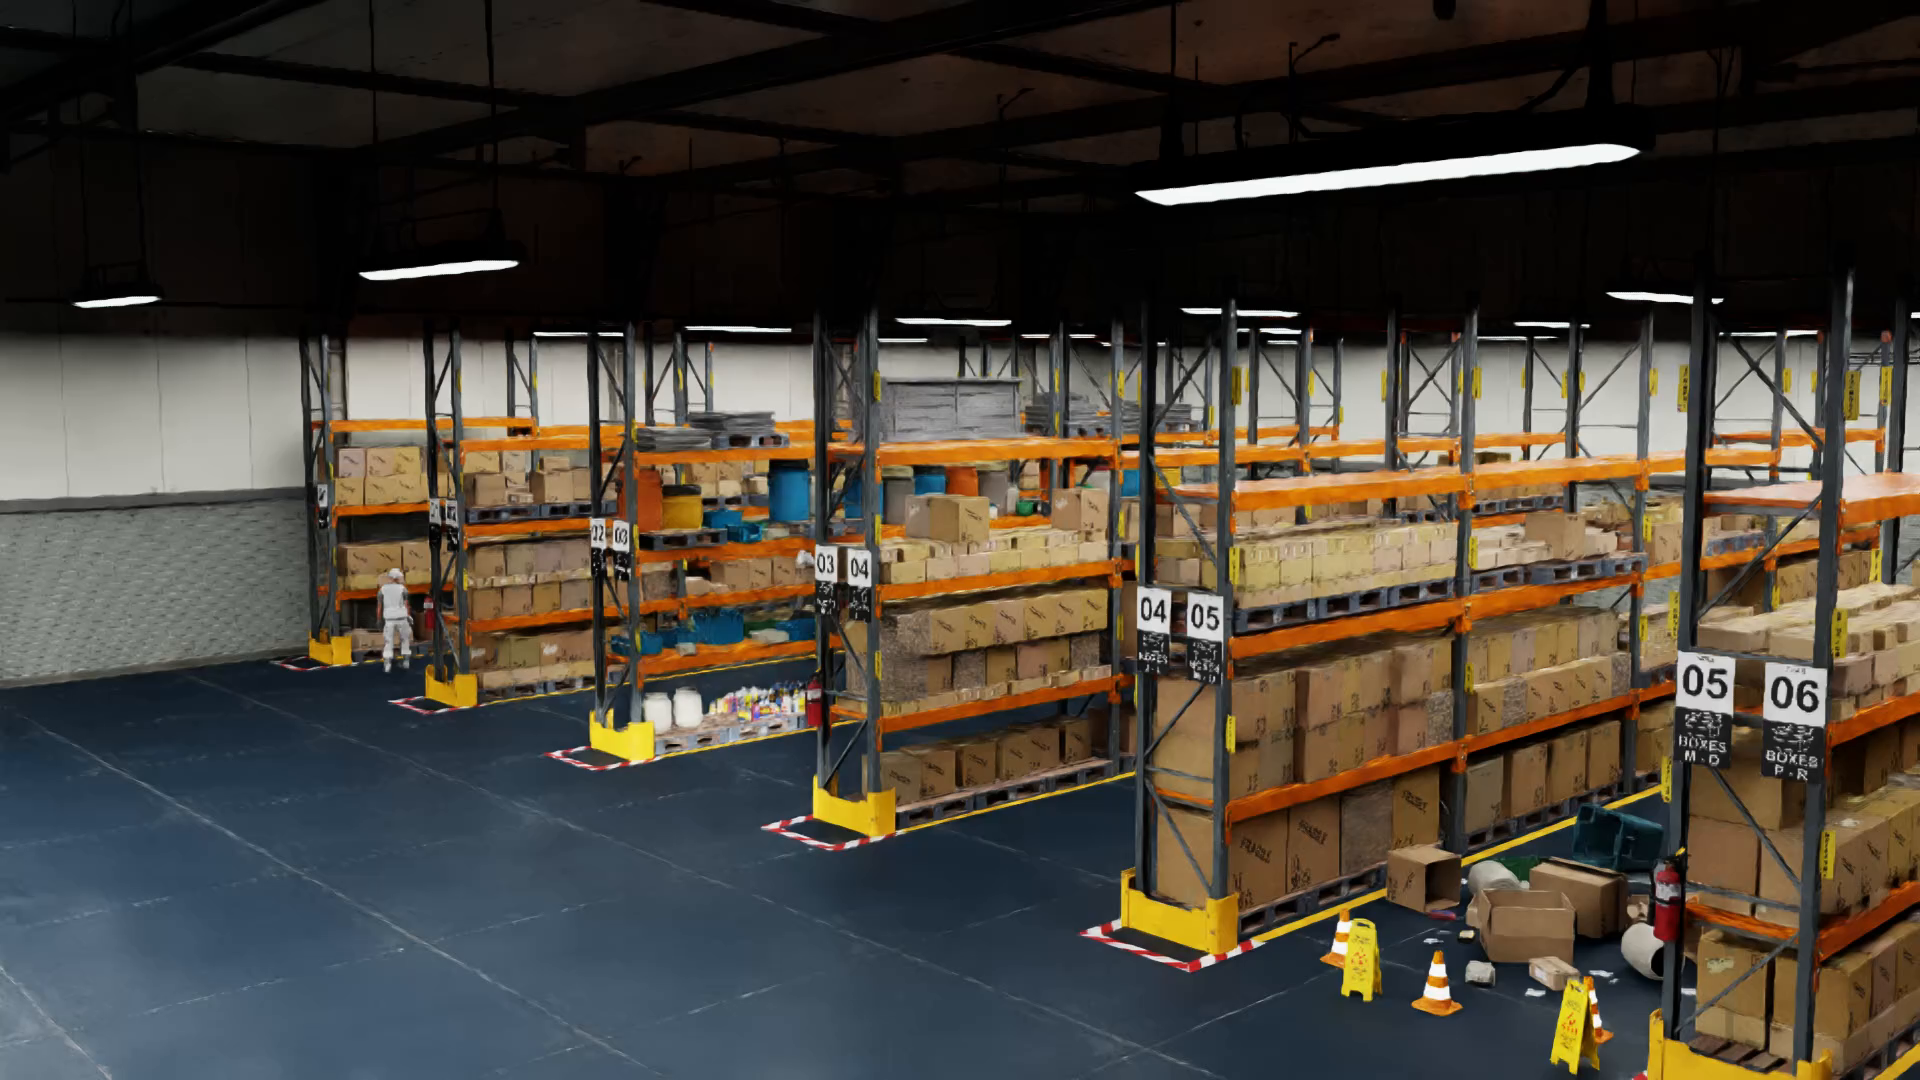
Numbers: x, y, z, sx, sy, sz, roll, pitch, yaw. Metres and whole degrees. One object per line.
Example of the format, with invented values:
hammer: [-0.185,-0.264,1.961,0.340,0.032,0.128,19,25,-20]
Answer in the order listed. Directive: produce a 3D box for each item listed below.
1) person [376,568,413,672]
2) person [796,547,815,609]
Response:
person: [-9.758,1.362,28.716,0.602,1.787,0.489,-1,6,-13]
person: [-3.113,0.843,33.989,0.492,1.767,0.626,2,6,21]
